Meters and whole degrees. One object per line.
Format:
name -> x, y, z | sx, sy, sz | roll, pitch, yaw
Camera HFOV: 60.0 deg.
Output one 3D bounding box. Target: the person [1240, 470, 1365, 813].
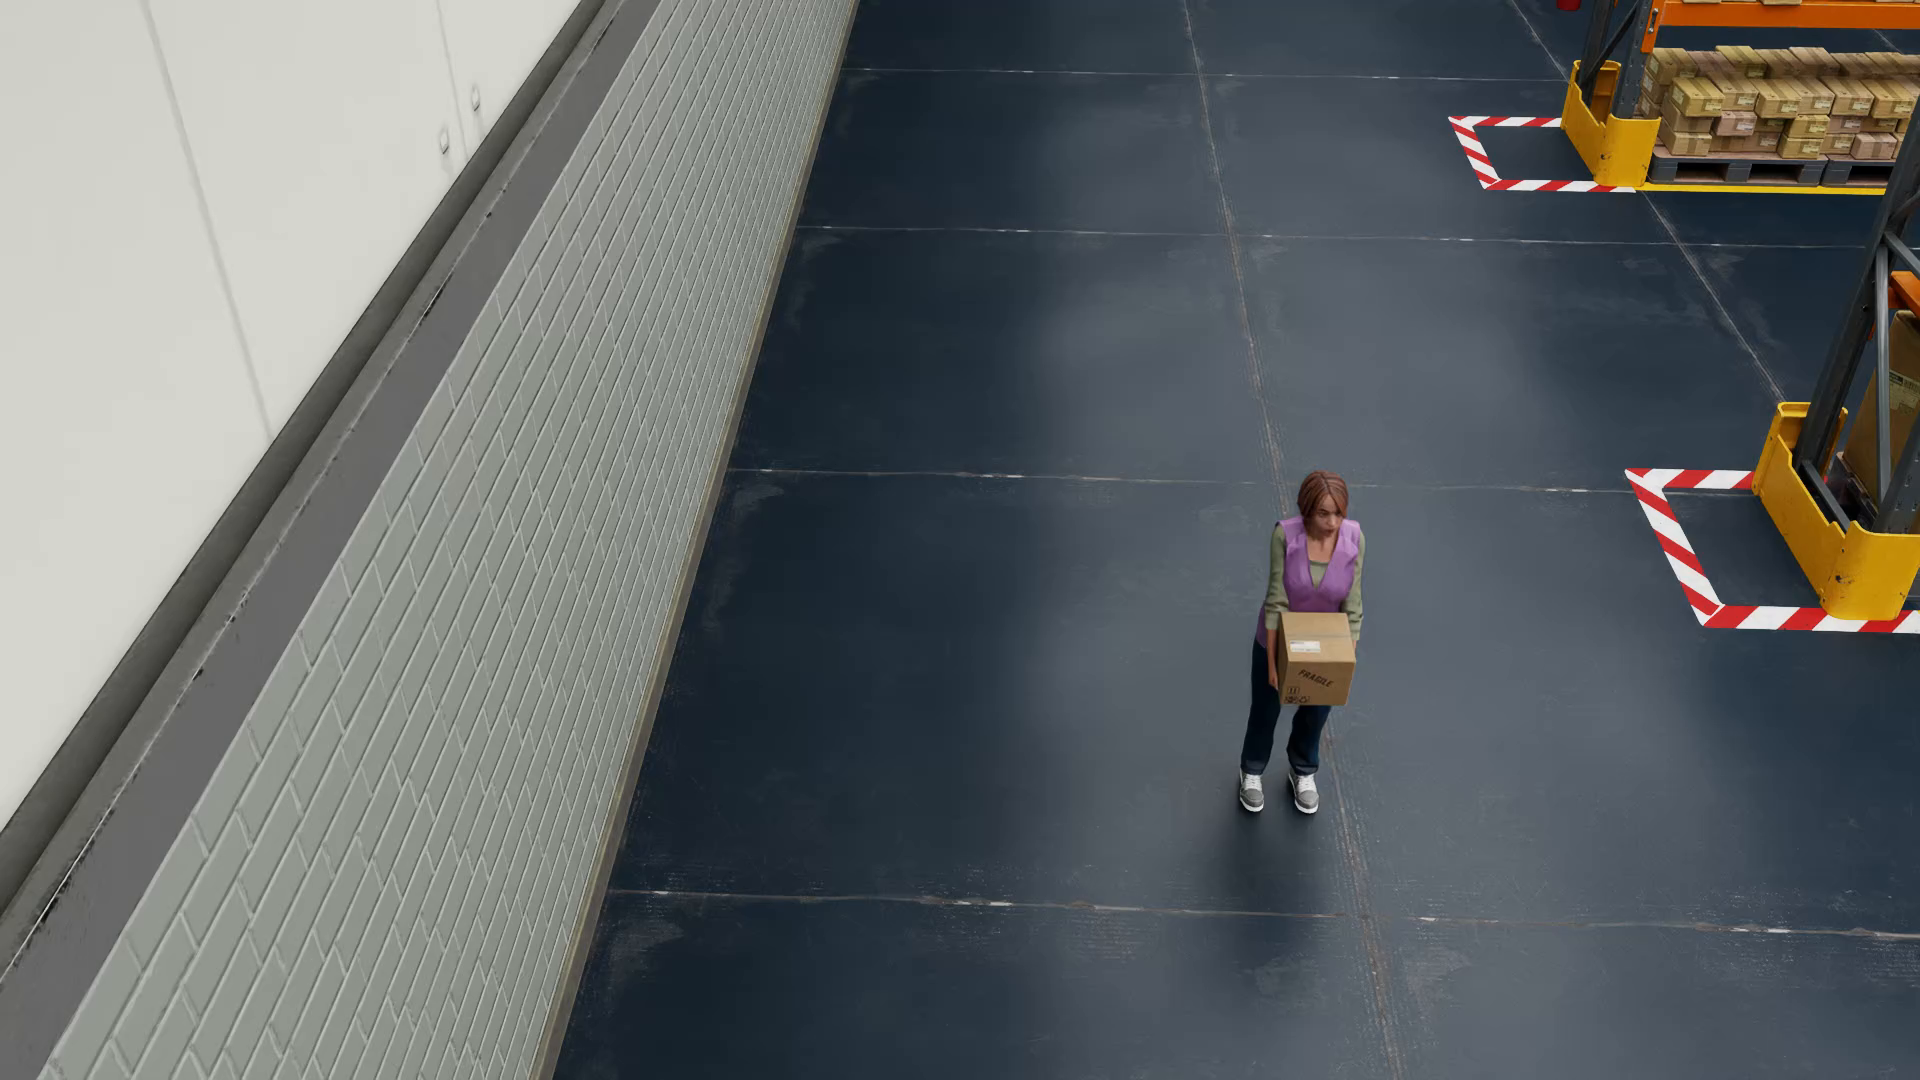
person -> 1.345, 0.457, 6.499 | 0.375, 1.600, 0.502 | 1, 36, 1
